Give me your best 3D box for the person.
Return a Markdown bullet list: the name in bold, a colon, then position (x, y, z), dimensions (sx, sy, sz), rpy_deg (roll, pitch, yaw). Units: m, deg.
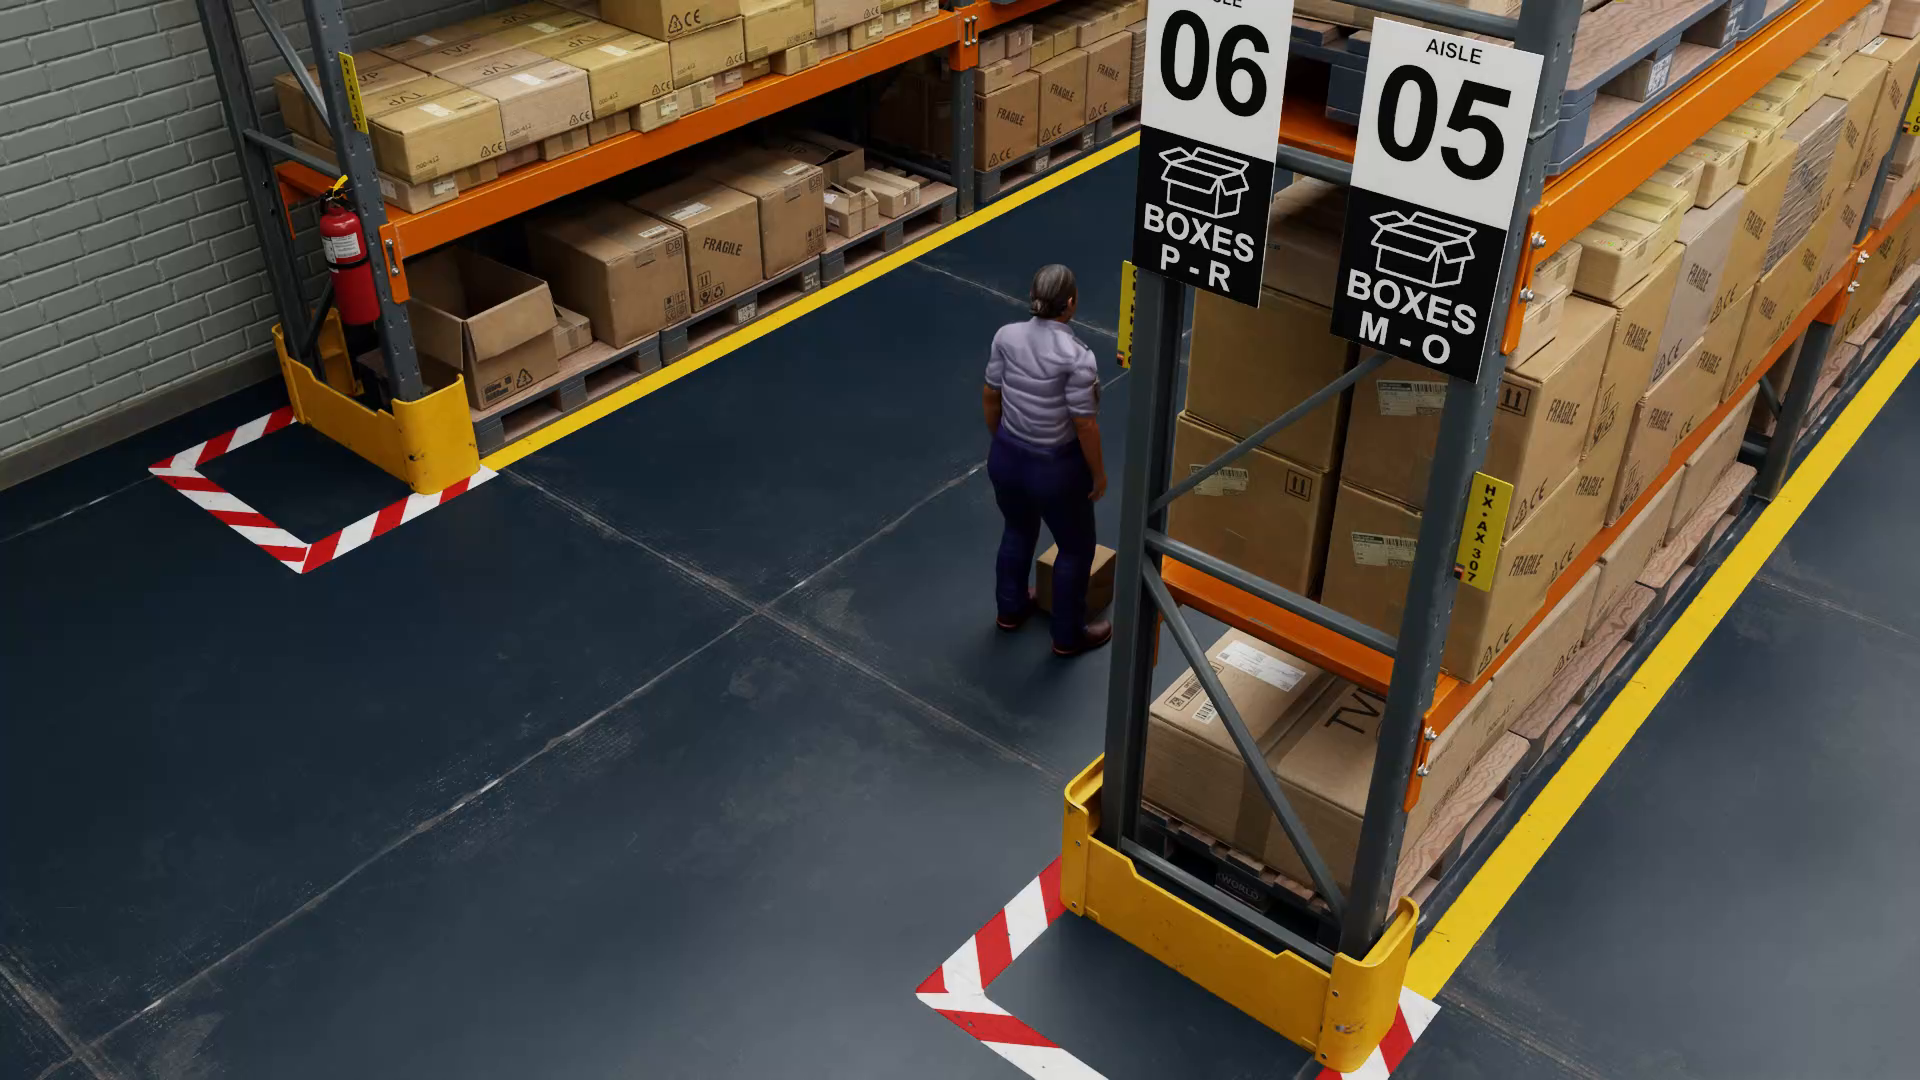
- **person**: position (0.341, -0.302, 6.579), dimensions (0.563, 1.653, 0.367), rpy_deg (24, 42, 30)
